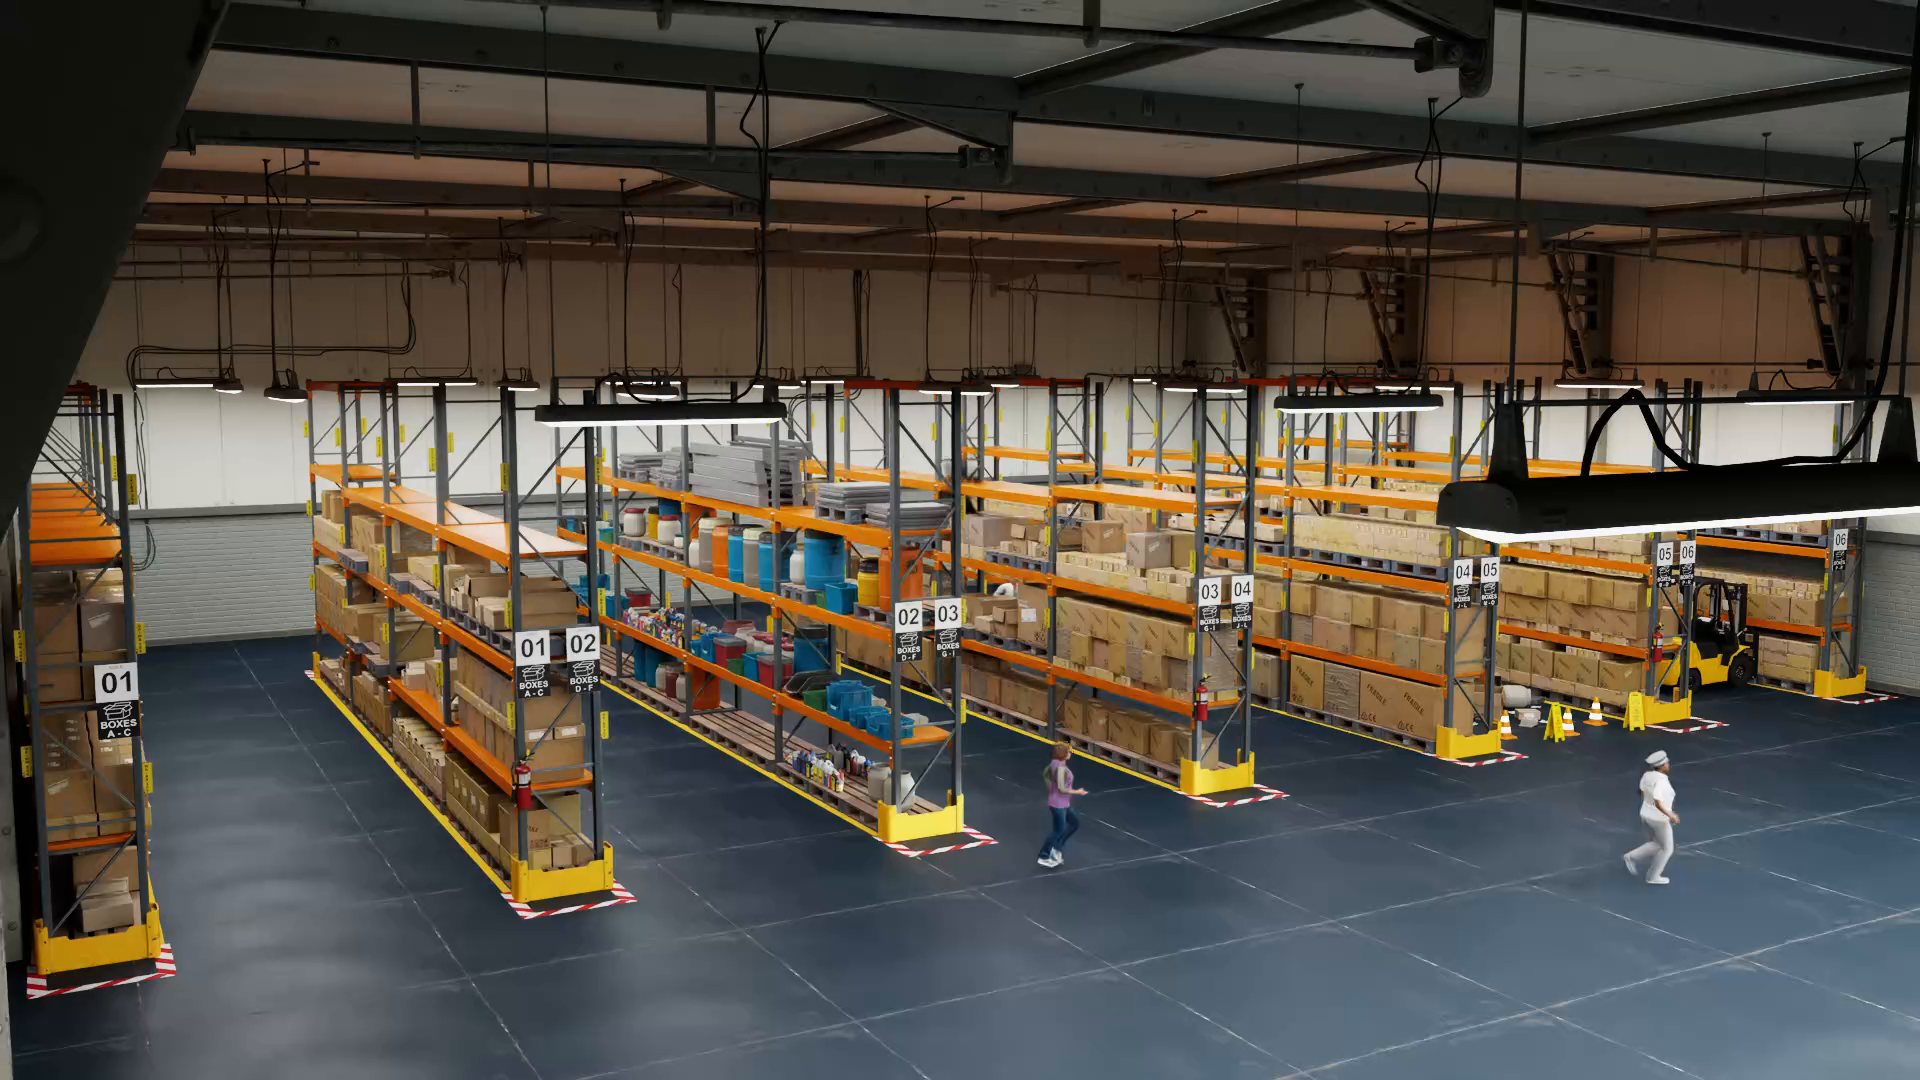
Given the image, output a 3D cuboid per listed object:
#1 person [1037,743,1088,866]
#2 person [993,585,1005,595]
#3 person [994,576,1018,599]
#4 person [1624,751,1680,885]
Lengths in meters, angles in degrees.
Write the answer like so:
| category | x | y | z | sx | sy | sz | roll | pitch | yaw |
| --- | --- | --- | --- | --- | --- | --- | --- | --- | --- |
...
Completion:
| category | x | y | z | sx | sy | sz | roll | pitch | yaw |
| --- | --- | --- | --- | --- | --- | --- | --- | --- | --- |
| person | 1.283 | 3.339 | 20.866 | 0.626 | 1.561 | 0.543 | 0 | 6 | 2 |
| person | 1.075 | 1.011 | 42.359 | 0.758 | 1.689 | 0.752 | 2 | 7 | 22 |
| person | 1.162 | 1.603 | 36.063 | 0.680 | 1.675 | 0.923 | -3 | 7 | -26 |
| person | 8.406 | 3.367 | 20.161 | 0.581 | 1.655 | 0.562 | 0 | 6 | -2 |
